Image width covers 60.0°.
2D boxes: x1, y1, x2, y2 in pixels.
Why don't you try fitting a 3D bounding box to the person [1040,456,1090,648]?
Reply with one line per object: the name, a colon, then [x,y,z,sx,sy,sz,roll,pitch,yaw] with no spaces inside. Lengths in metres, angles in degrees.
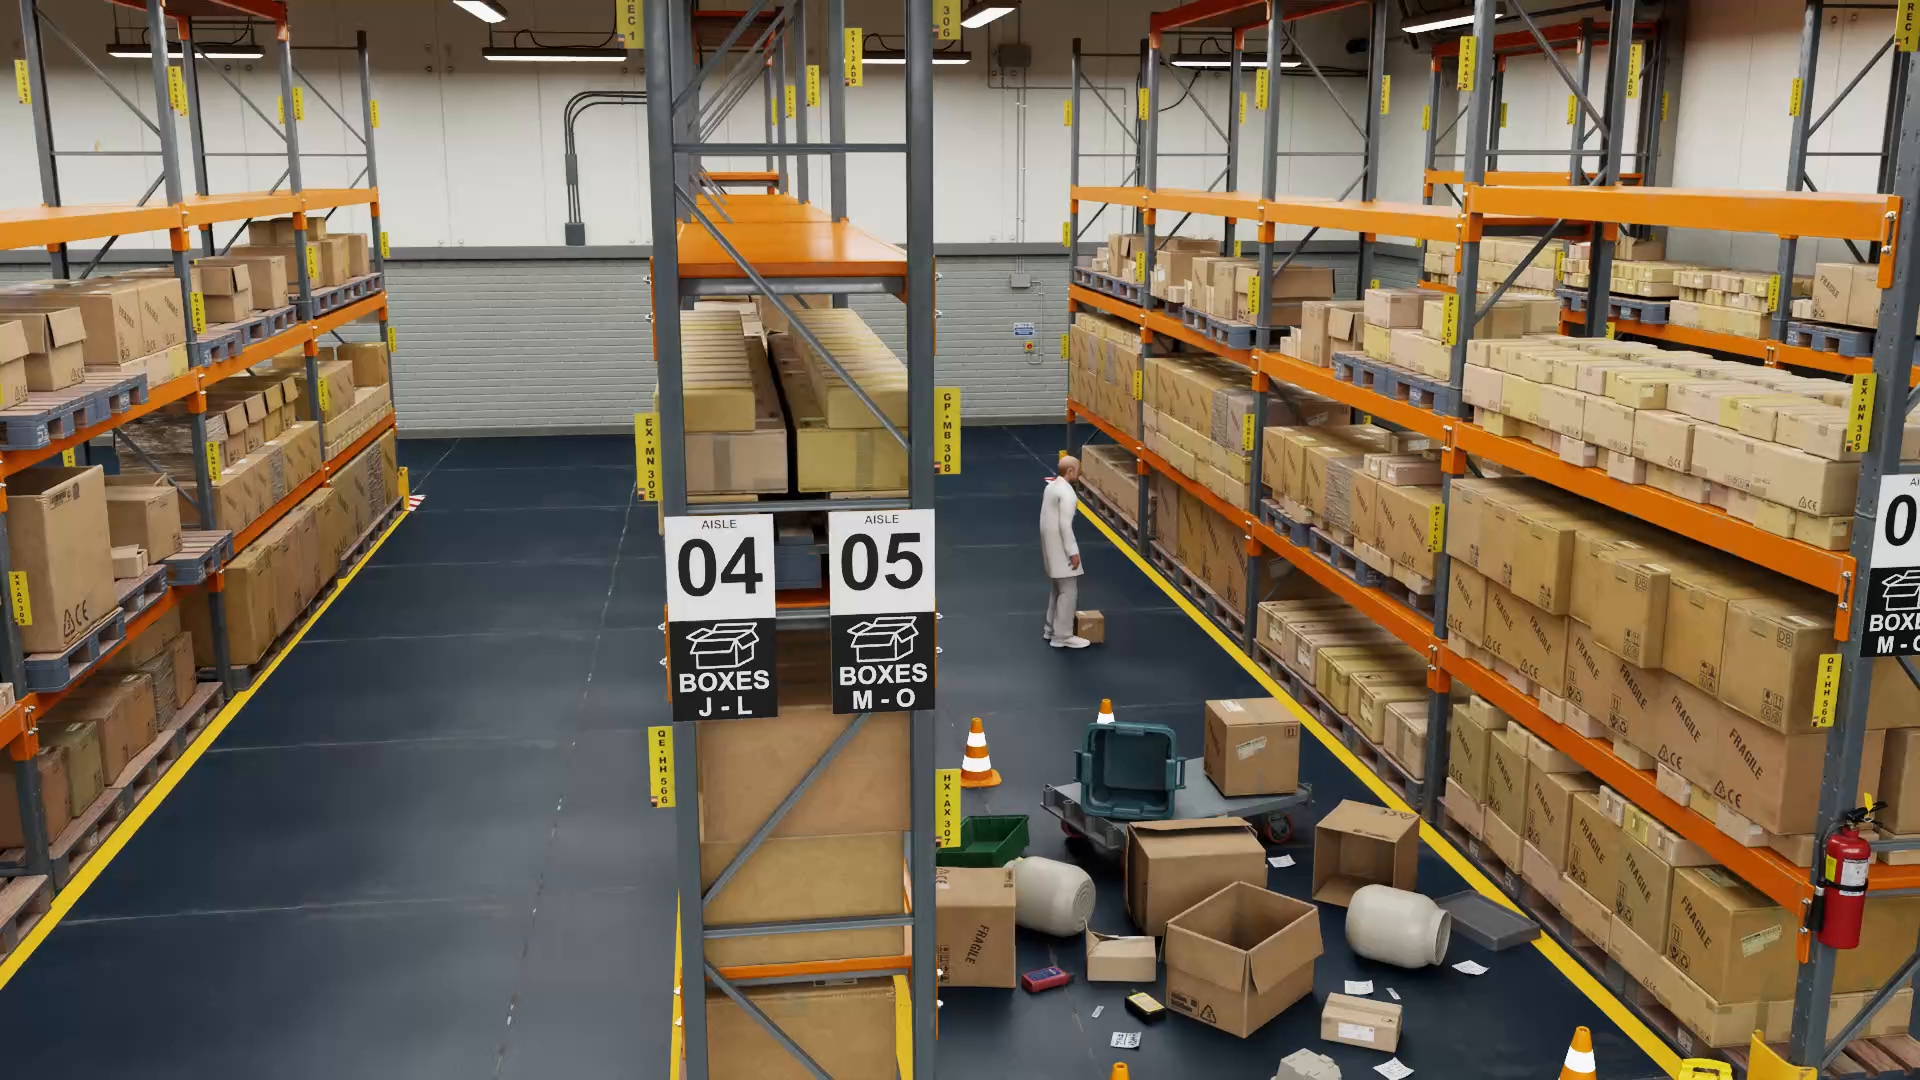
person: [0.970,0.091,15.620,0.429,1.773,0.650,-3,13,-12]
